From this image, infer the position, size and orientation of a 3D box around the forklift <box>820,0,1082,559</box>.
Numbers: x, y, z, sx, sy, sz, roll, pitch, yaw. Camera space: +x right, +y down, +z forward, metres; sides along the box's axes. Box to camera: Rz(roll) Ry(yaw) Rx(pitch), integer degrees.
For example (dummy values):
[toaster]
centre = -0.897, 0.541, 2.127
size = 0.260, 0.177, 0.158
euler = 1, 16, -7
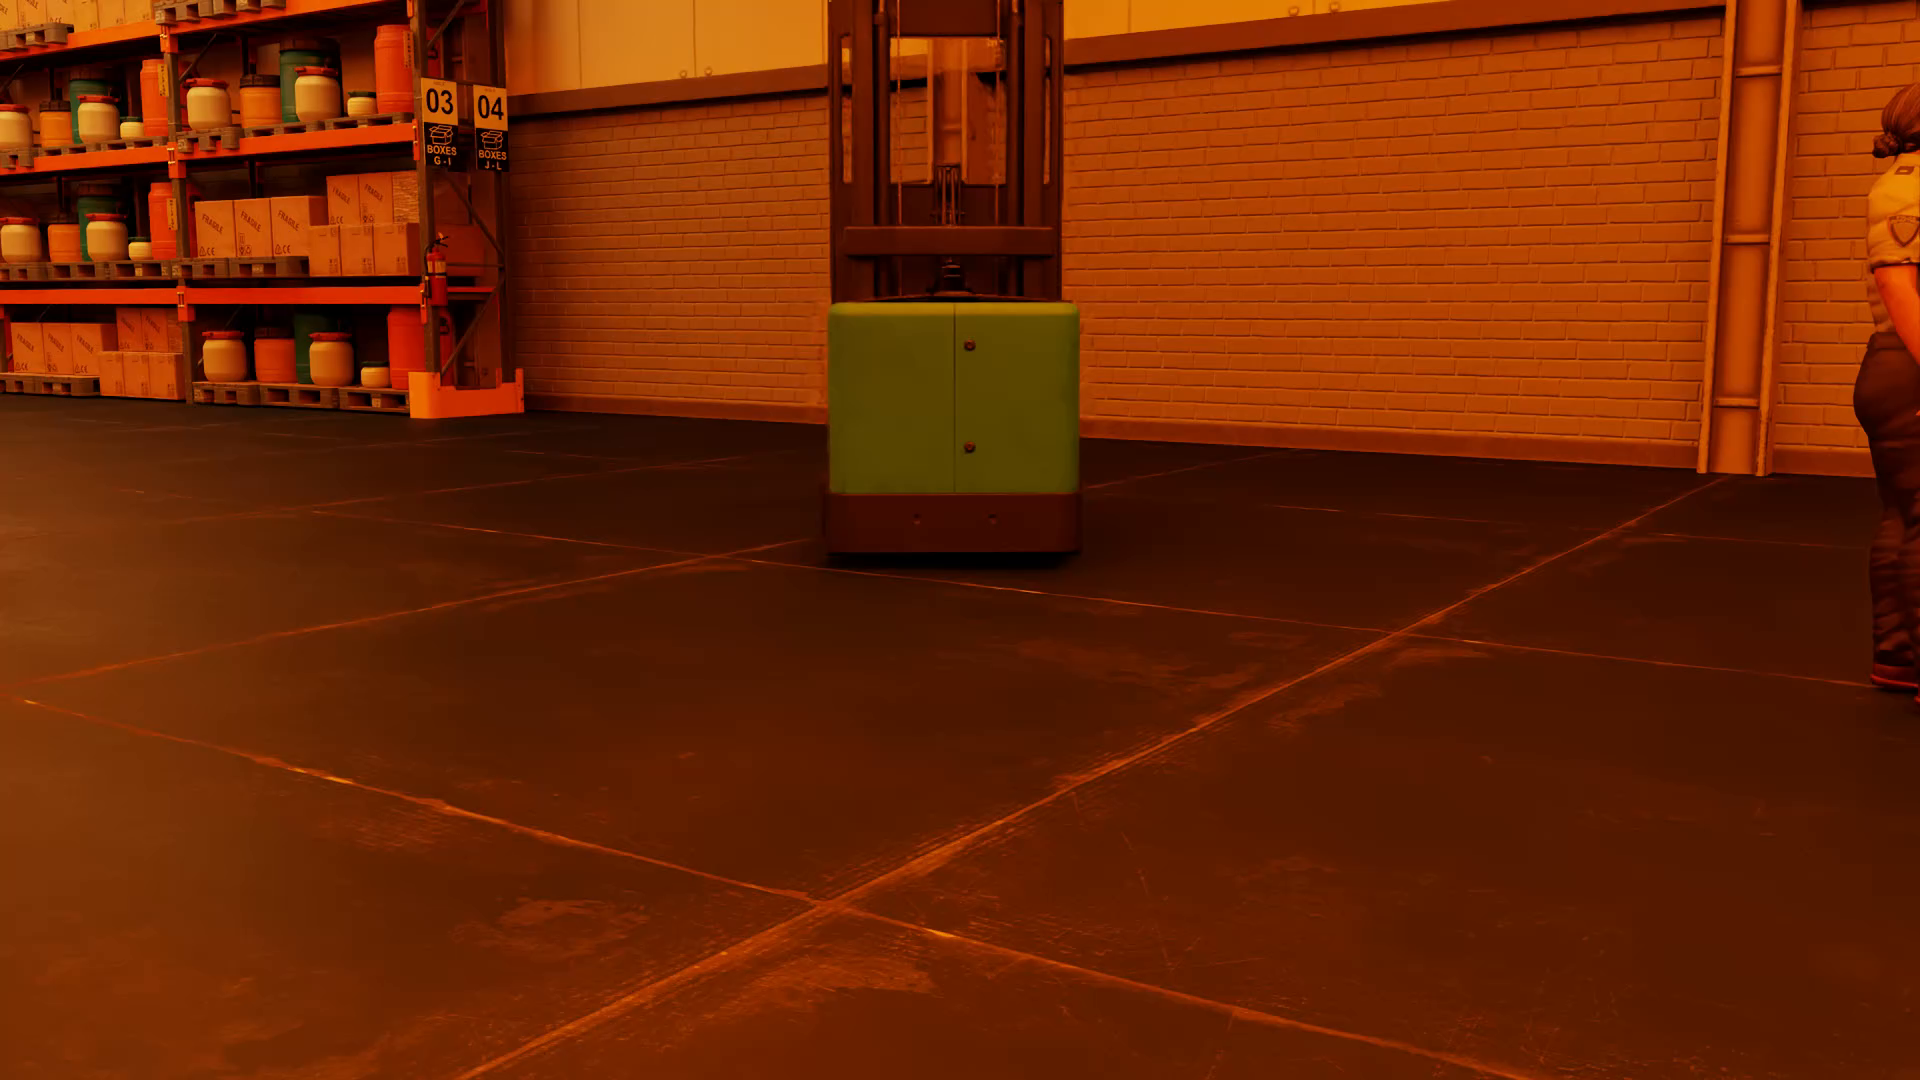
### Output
[forklift]
centre = -0.075, -1.541, 8.032
size = 1.130, 2.935, 3.031
euler = 0, 8, -2

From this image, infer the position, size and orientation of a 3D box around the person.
[person]
centre = 2.664, -0.389, 4.435
size = 0.502, 1.650, 0.597
euler = 5, 9, 29
